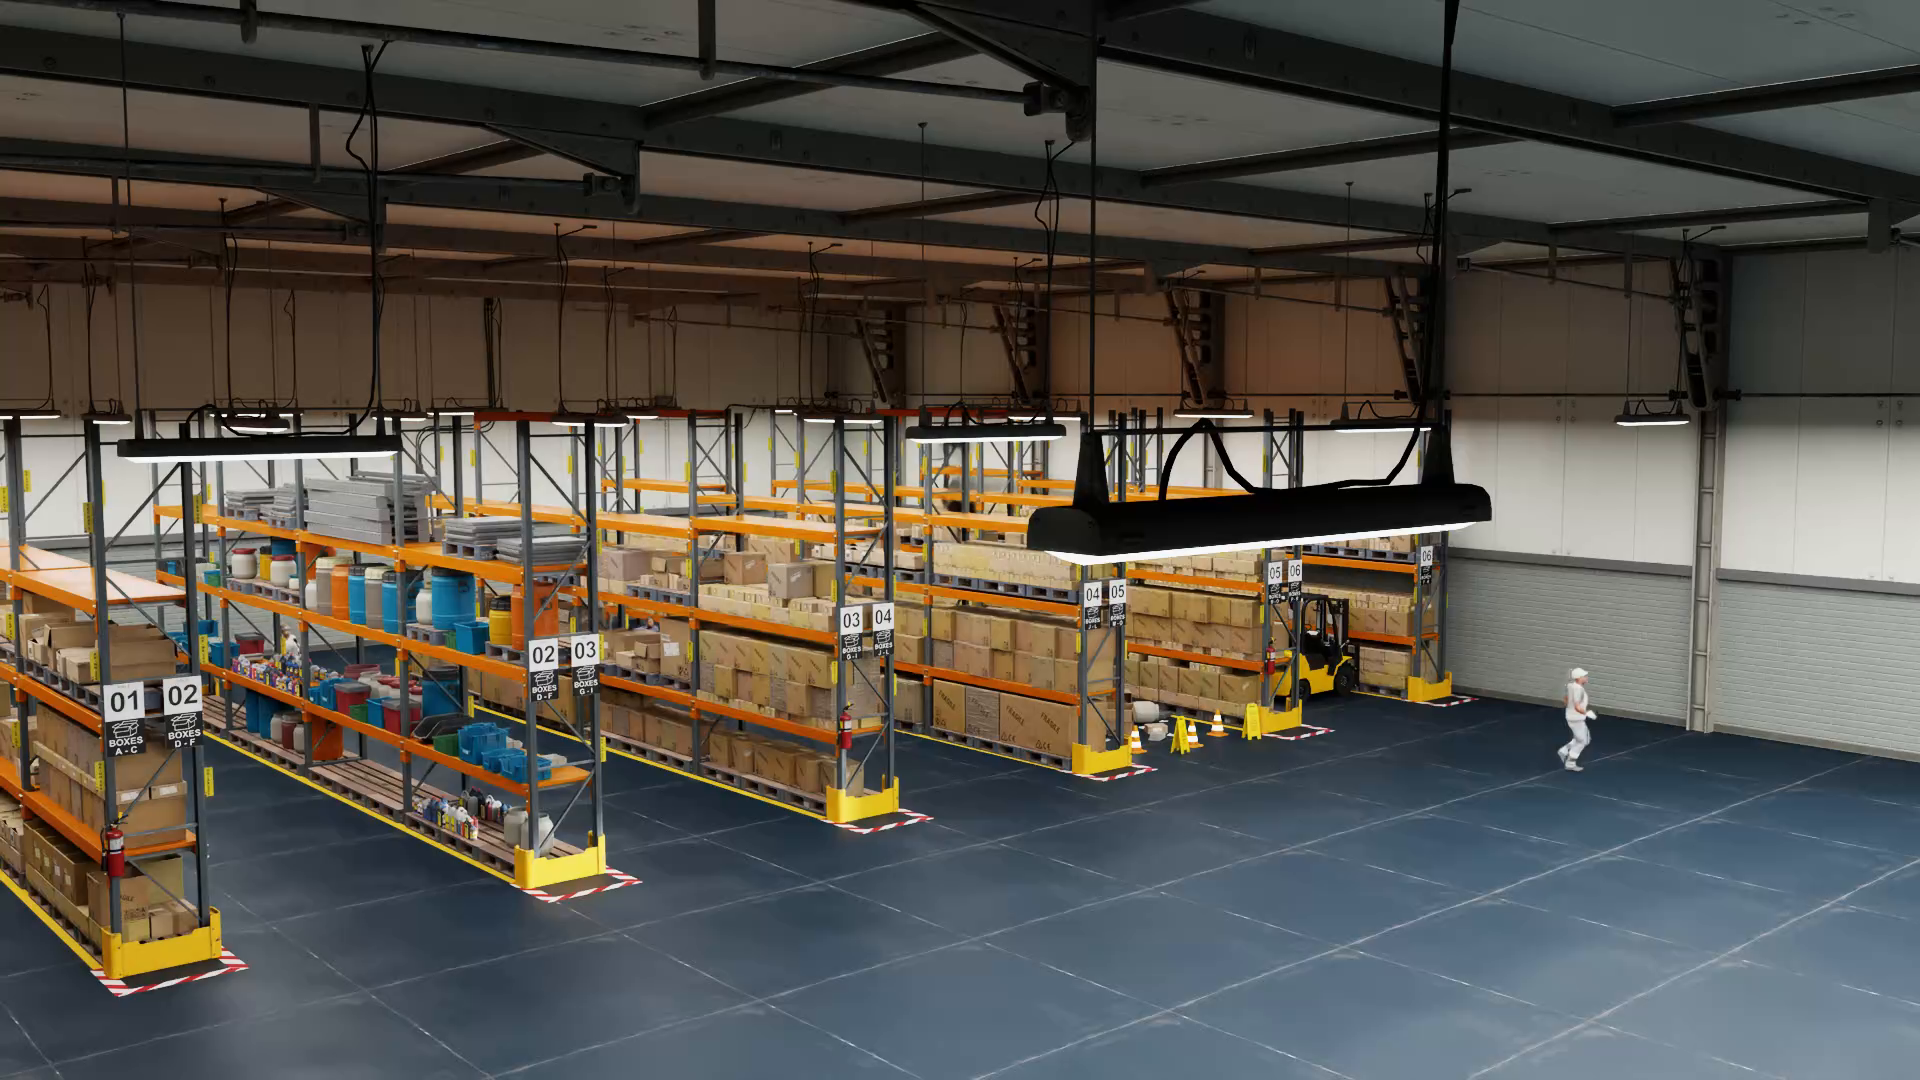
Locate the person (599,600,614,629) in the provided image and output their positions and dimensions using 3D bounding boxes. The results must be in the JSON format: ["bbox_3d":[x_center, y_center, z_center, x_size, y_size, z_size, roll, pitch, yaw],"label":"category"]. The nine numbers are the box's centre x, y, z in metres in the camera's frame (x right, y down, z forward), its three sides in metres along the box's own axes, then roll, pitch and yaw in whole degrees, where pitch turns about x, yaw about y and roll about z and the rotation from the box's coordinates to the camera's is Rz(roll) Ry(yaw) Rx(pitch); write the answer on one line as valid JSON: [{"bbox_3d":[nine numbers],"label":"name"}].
[{"bbox_3d":[-8.768,1.902,41.065,0.547,1.635,0.600,4,7,40],"label":"person"}]

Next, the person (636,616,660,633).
[{"bbox_3d":[-6.683,2.425,35.437,0.609,1.652,1.060,-4,7,-40],"label":"person"}]

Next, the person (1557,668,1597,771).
[{"bbox_3d":[10.335,3.012,27.857,0.590,1.745,0.659,1,5,13],"label":"person"}]

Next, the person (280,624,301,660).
[{"bbox_3d":[-13.798,2.502,34.295,0.538,1.613,0.659,4,6,38],"label":"person"}]
